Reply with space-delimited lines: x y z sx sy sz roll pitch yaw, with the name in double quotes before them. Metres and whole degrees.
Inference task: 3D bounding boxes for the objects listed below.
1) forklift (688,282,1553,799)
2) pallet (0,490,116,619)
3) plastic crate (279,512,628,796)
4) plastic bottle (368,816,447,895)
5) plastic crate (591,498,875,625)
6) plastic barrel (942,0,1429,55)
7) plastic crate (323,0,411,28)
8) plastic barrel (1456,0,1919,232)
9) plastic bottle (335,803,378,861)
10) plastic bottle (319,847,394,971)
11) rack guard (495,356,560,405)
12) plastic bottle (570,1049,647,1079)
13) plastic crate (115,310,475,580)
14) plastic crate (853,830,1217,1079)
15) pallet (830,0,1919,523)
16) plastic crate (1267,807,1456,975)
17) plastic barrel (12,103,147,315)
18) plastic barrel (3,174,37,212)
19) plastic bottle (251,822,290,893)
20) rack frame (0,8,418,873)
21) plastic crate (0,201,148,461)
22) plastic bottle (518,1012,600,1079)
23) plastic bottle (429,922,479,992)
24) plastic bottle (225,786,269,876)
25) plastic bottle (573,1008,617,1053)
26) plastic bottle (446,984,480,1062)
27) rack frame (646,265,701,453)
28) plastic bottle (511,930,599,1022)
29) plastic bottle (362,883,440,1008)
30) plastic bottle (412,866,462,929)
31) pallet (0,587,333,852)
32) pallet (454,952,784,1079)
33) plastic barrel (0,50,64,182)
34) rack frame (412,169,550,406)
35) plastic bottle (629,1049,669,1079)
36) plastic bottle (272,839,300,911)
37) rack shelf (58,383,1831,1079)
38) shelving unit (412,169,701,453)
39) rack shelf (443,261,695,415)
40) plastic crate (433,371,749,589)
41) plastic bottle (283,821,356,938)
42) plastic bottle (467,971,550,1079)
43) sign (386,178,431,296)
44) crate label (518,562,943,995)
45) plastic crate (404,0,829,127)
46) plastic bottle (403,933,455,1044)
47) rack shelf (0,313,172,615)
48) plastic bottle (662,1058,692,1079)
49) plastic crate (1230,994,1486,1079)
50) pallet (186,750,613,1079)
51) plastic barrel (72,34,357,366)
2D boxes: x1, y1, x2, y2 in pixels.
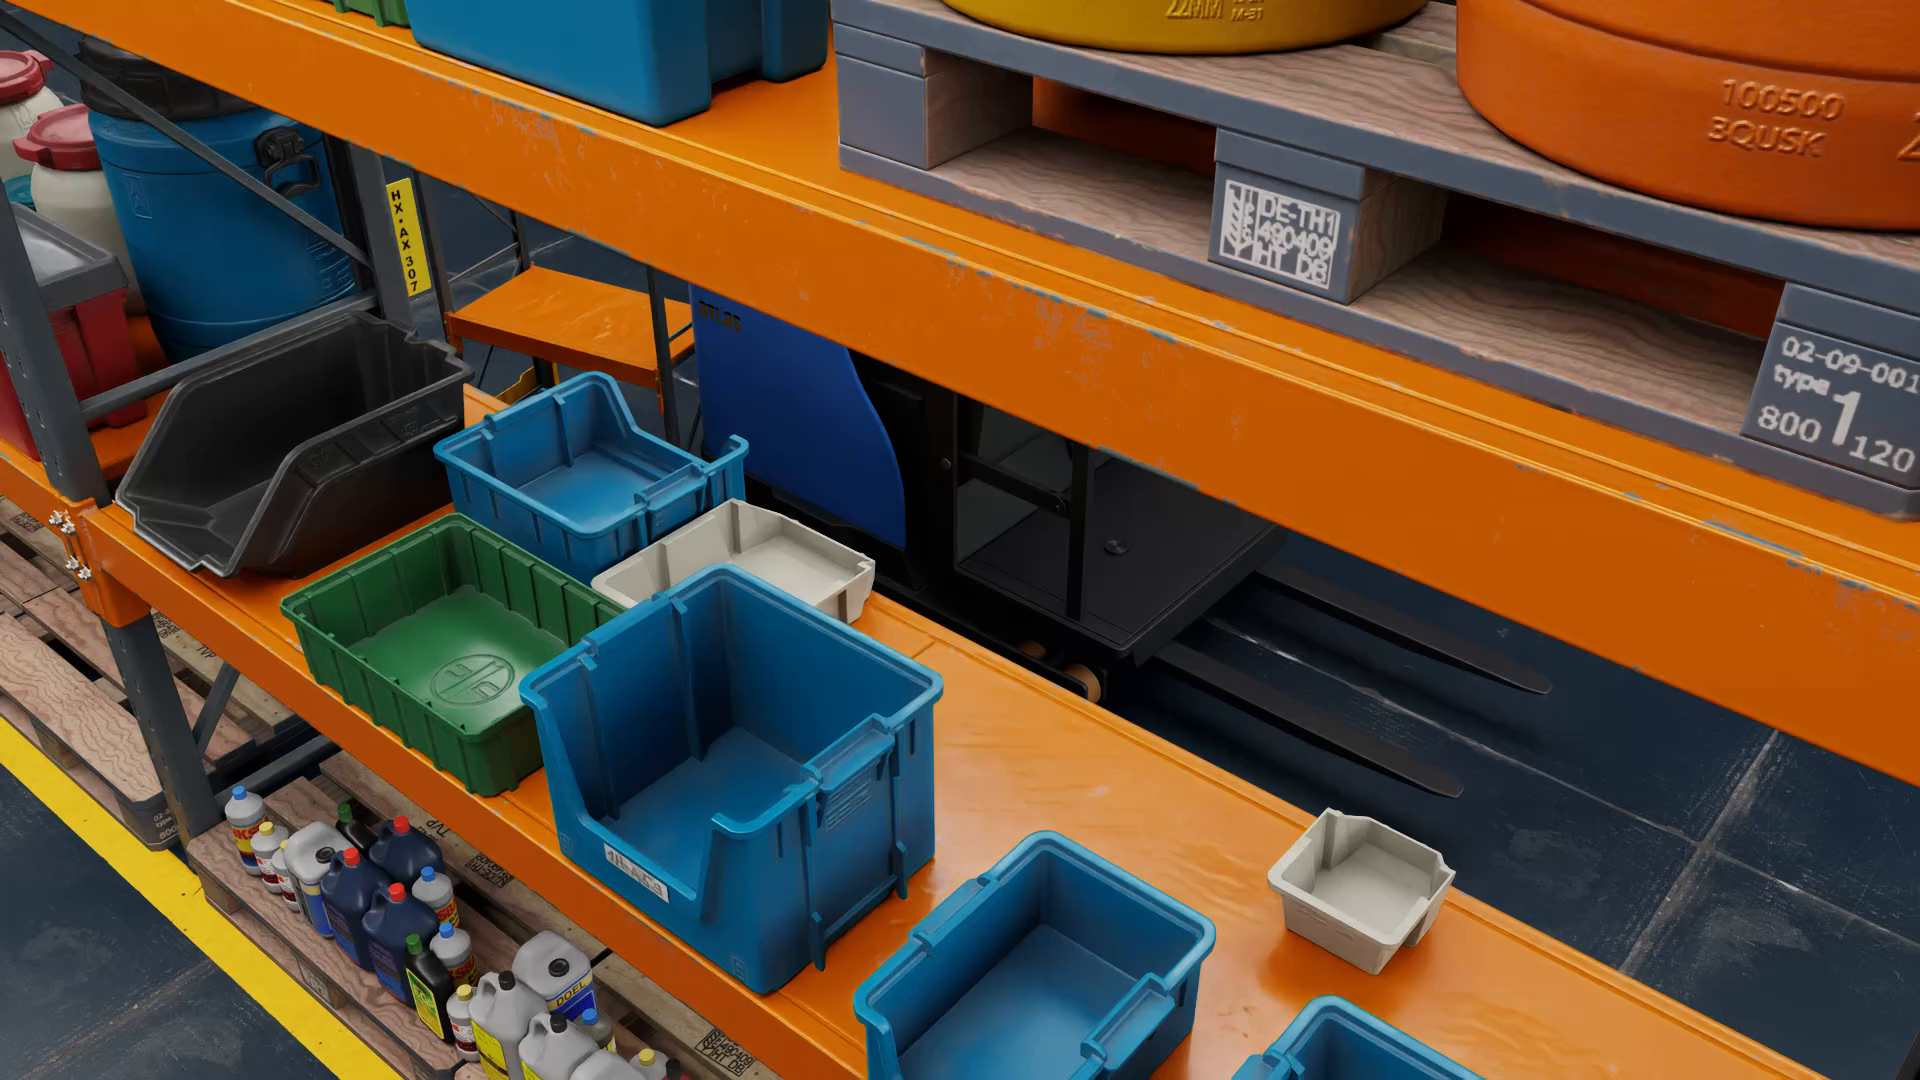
"forklift" 0.482 -0.979 5.086 3.031 2.935 1.130 25 42 32
"pallet" -3.451 -0.034 6.113 1.213 0.211 1.003 25 42 32
"plastic crate" -1.018 0.228 3.456 0.662 0.188 0.450 25 42 32
"plastic bottle" -1.433 0.847 4.319 0.185 0.351 0.144 25 42 32
"plastic crate" -0.471 0.112 3.670 0.437 0.136 0.530 25 42 32
"plastic barrel" 0.236 -0.870 1.681 0.600 0.588 0.600 0 34 0
"plastic crate" -0.842 -0.933 2.497 0.450 0.188 0.336 25 42 32
"plastic barrel" 0.739 -0.733 1.267 0.708 0.830 0.600 25 42 32
"plastic bottle" -1.582 0.829 4.404 0.133 0.283 0.061 25 42 32
"plastic bottle" -1.526 0.909 4.228 0.185 0.351 0.144 26 42 33
"rack guard" -1.861 -0.557 6.840 0.087 0.250 0.587 16 38 22
"plastic bottle" -0.781 1.288 3.742 0.135 0.276 0.152 24 41 31
"plastic crate" -1.560 -0.204 3.952 0.504 0.338 0.767 25 42 32
"plastic crate" 0.122 0.747 2.644 0.408 0.251 0.499 25 42 32
"pallet" 0.620 -0.526 1.884 1.213 0.211 1.003 25 42 32
"plastic crate" 0.712 0.619 2.932 0.250 0.136 0.298 25 42 32
"plastic barrel" -2.475 -0.972 4.896 0.433 0.535 0.433 0 34 0
"plastic barrel" -2.800 -0.963 5.125 0.301 0.262 0.301 0 34 0
"plastic bottle" -1.838 0.841 4.459 0.097 0.201 0.097 0 34 0
"rack frame" -1.881 -0.474 4.291 0.127 3.000 1.000 25 42 32
"plastic crate" -2.448 -0.543 4.334 0.583 0.464 0.402 25 42 32
"plastic bottle" -0.911 1.199 3.806 0.185 0.351 0.144 27 43 34
"plastic bottle" -1.244 1.047 4.097 0.097 0.271 0.097 0 34 0
"plastic bottle" -1.916 0.775 4.493 0.097 0.271 0.097 0 34 0
"plastic bottle" -0.867 1.192 3.948 0.097 0.201 0.097 0 34 0
"plastic bottle" -1.178 1.152 4.006 0.097 0.201 0.097 0 34 0
"rack frame" -0.958 -0.809 6.103 0.032 1.500 0.500 16 38 22
"plastic bottle" -0.978 1.089 4.032 0.135 0.276 0.152 25 42 32
"plastic bottle" -1.381 0.978 4.128 0.185 0.351 0.144 23 41 30
"plastic bottle" -1.337 0.942 4.250 0.097 0.271 0.097 0 34 0
"pallet" -2.509 0.408 5.470 1.213 0.211 1.003 25 42 32
"pallet" -0.449 1.378 4.056 1.213 0.211 1.003 25 42 32
"plastic barrel" -3.039 -1.238 5.283 0.433 0.535 0.433 0 34 0
"rack frame" -1.862 -1.072 6.487 0.032 1.500 0.500 16 38 22
"plastic bottle" -0.716 1.258 3.852 0.097 0.201 0.097 0 34 0
"plastic bottle" -1.760 0.878 4.406 0.097 0.201 0.097 0 34 0
"rack shelf" -0.343 0.547 3.440 4.000 0.370 1.077 25 42 32
"shelving unit" -1.419 -0.943 6.298 1.083 1.500 0.587 16 38 22
"rack shelf" -1.410 -0.792 6.397 1.000 0.185 0.538 16 38 22
"plastic crate" -0.856 -0.130 3.921 0.616 0.251 0.499 25 42 32
"plastic bottle" -1.650 0.878 4.338 0.135 0.276 0.152 27 43 33
"plastic bottle" -1.054 1.132 3.904 0.185 0.351 0.144 25 42 31
"sign" -1.520 -0.824 4.555 0.005 0.325 0.100 25 42 32
"crate label" -0.394 0.411 2.971 0.616 0.435 0.502 25 42 32
"plastic crate" -0.465 -0.815 2.152 0.575 0.384 0.392 25 42 32
"plastic bottle" -1.280 1.083 4.034 0.133 0.283 0.061 27 43 34
"rack shelf" -3.418 -0.902 5.549 4.000 0.370 1.077 25 42 32
"plastic bottle" -0.607 1.289 3.735 0.133 0.283 0.061 25 42 32
"plastic crate" 0.617 0.985 2.298 0.616 0.251 0.499 25 42 32
"pallet" -1.391 0.937 4.700 1.213 0.211 1.003 25 42 32
"plastic barrel" -1.984 -0.953 4.545 0.708 0.901 0.600 25 42 32
